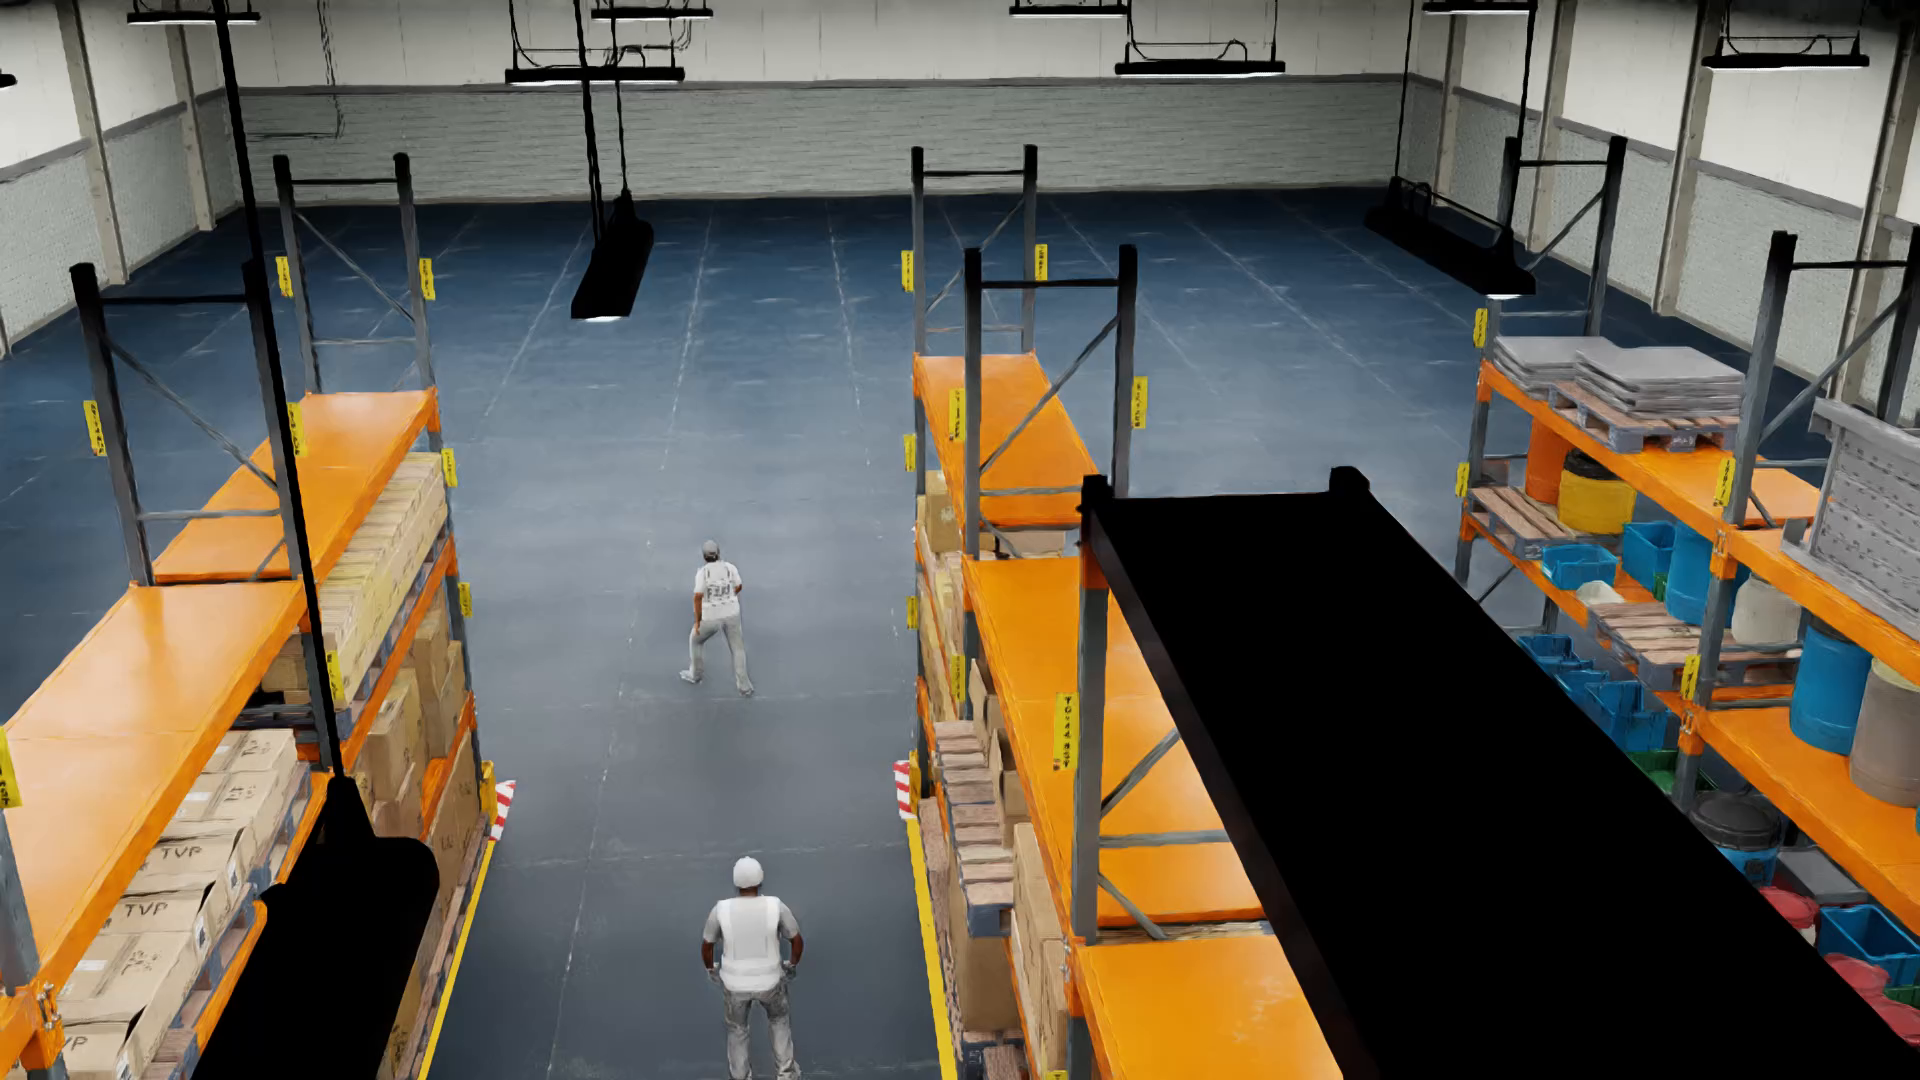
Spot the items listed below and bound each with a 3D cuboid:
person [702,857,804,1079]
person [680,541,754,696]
[{"bbox_3d":[-1.439,3.041,11.629,0.702,1.735,0.549,-3,22,-6],"label":"person"},{"bbox_3d":[-2.556,0.812,17.409,0.665,1.601,0.794,-10,24,-23],"label":"person"}]
